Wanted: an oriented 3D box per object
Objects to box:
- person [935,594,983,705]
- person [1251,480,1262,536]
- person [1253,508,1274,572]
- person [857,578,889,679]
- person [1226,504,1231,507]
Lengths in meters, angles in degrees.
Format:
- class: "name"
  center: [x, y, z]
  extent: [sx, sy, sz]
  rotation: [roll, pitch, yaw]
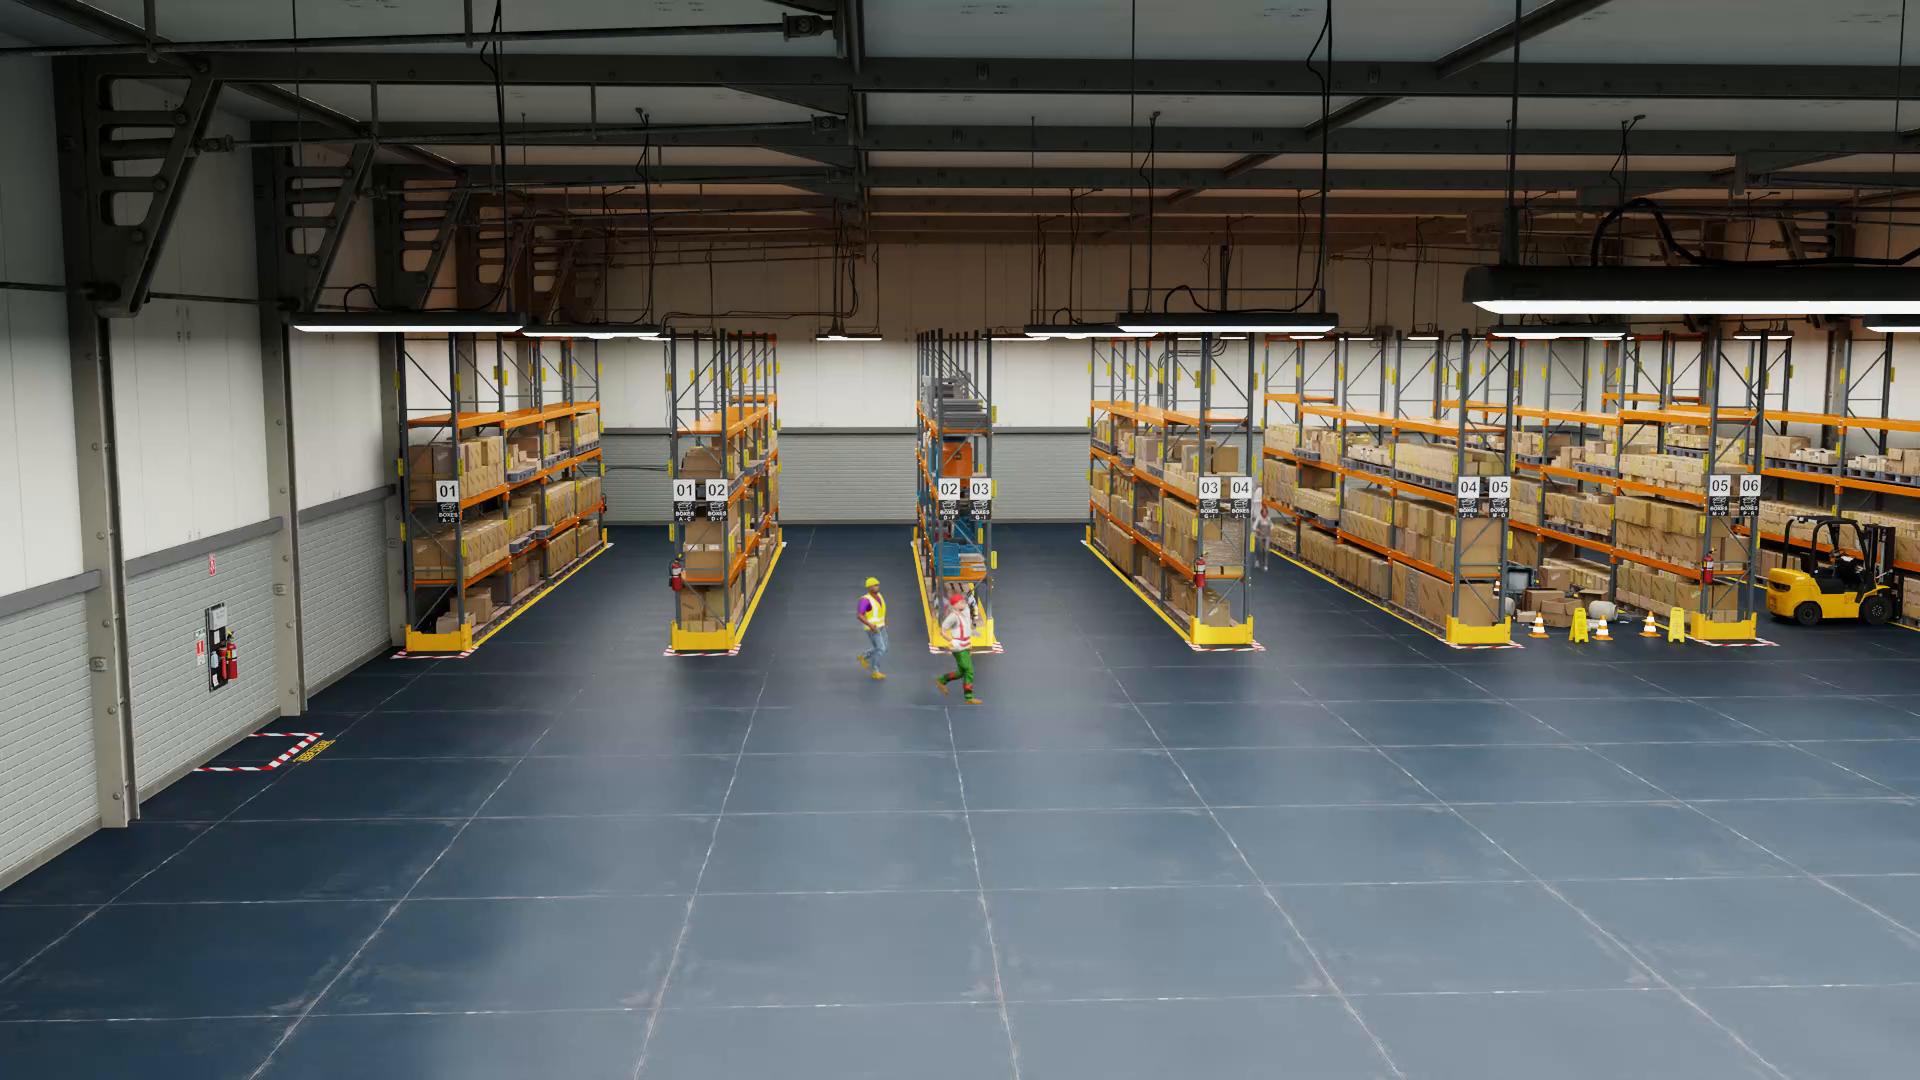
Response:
- class: "person"
  center: [-0.007, 1.737, 26.476]
  extent: [0.820, 1.760, 0.669]
  rotation: [3, 7, 22]
- class: "person"
  center: [8.794, -0.900, 48.980]
  extent: [0.734, 1.809, 0.693]
  rotation: [-3, 7, -20]
- class: "person"
  center: [7.678, -0.014, 42.117]
  extent: [0.565, 1.588, 0.770]
  rotation: [0, 7, -4]
- class: "person"
  center: [-1.527, 1.505, 28.621]
  extent: [0.561, 1.732, 0.677]
  rotation: [3, 8, 26]
- class: "person"
  center: [7.480, -0.546, 45.867]
  extent: [0.670, 1.777, 0.904]
  rotation: [0, 7, 2]
